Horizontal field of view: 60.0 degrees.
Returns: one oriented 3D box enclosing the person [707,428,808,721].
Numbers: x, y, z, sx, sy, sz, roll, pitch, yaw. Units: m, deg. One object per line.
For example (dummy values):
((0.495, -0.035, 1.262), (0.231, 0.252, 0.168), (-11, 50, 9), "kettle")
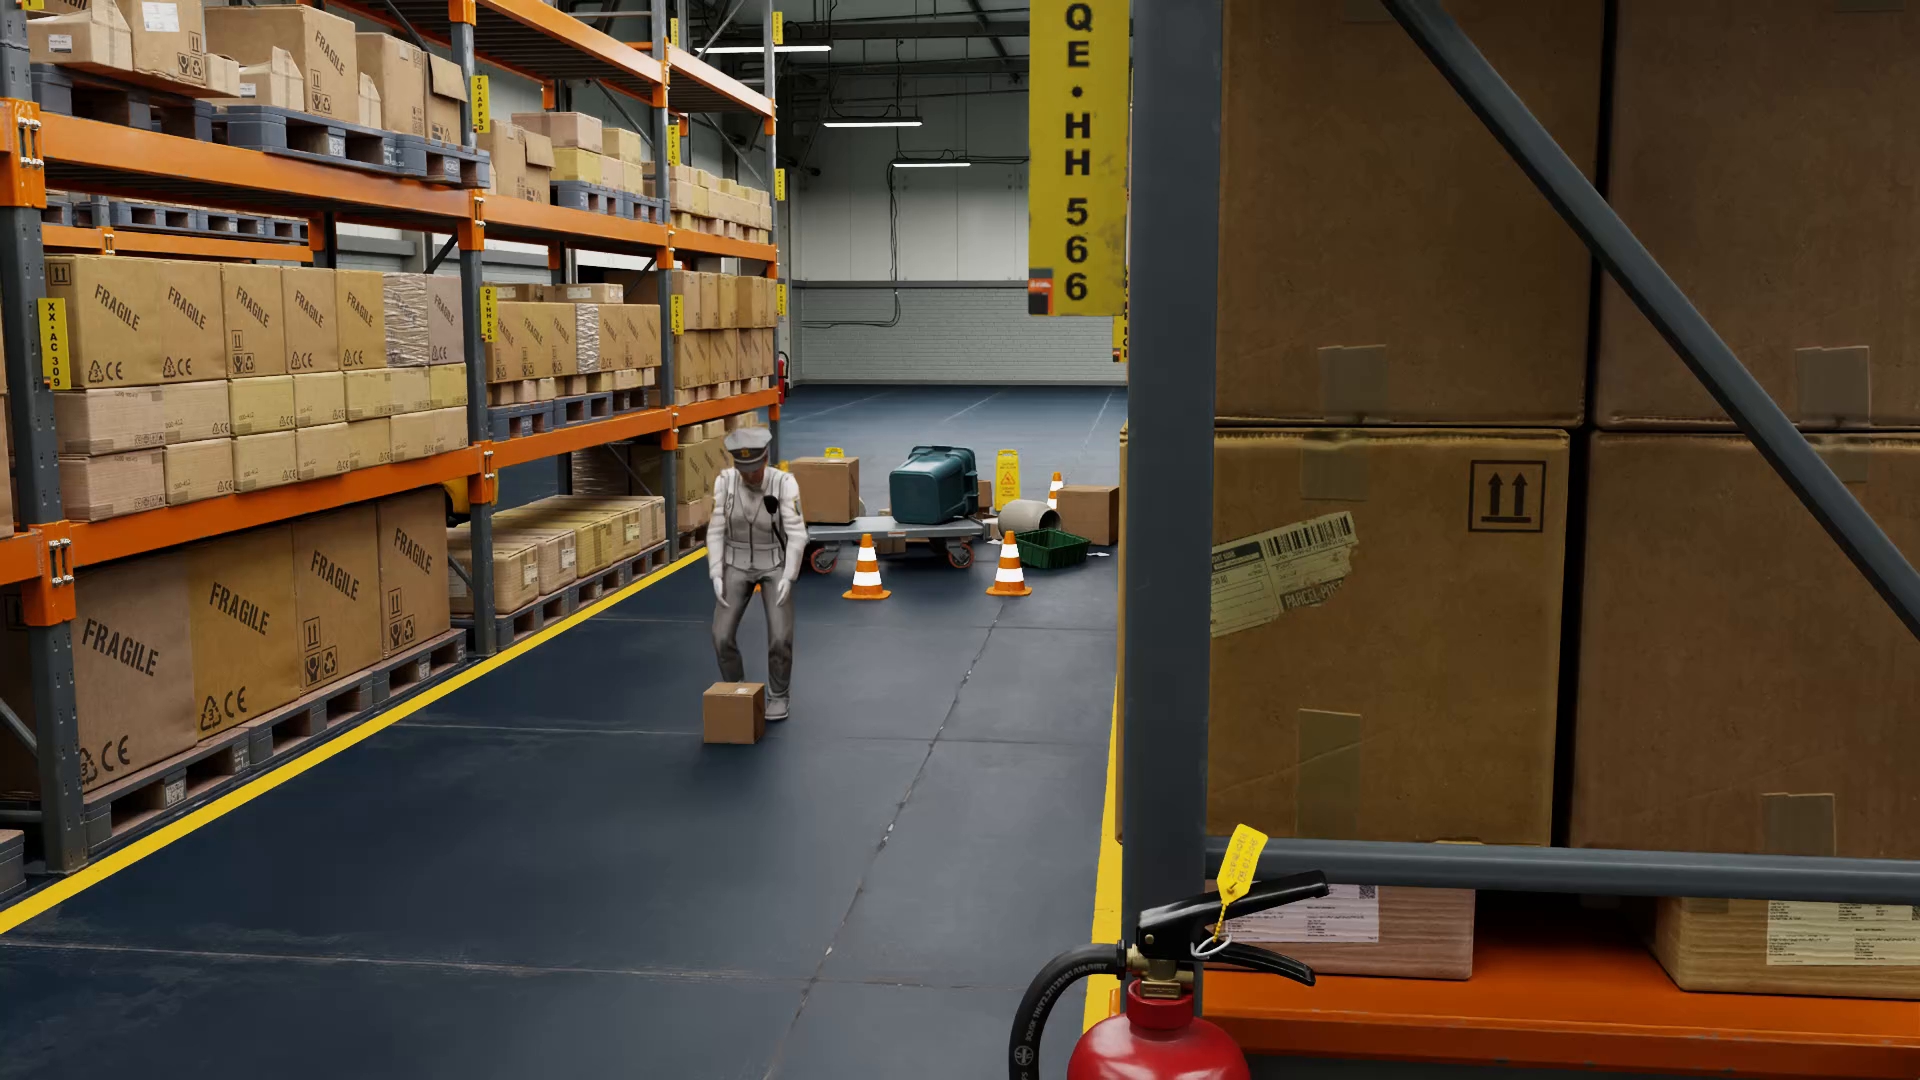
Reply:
((-1.040, 0.177, 8.571), (0.527, 1.522, 0.591), (1, 8, 7), "person")
